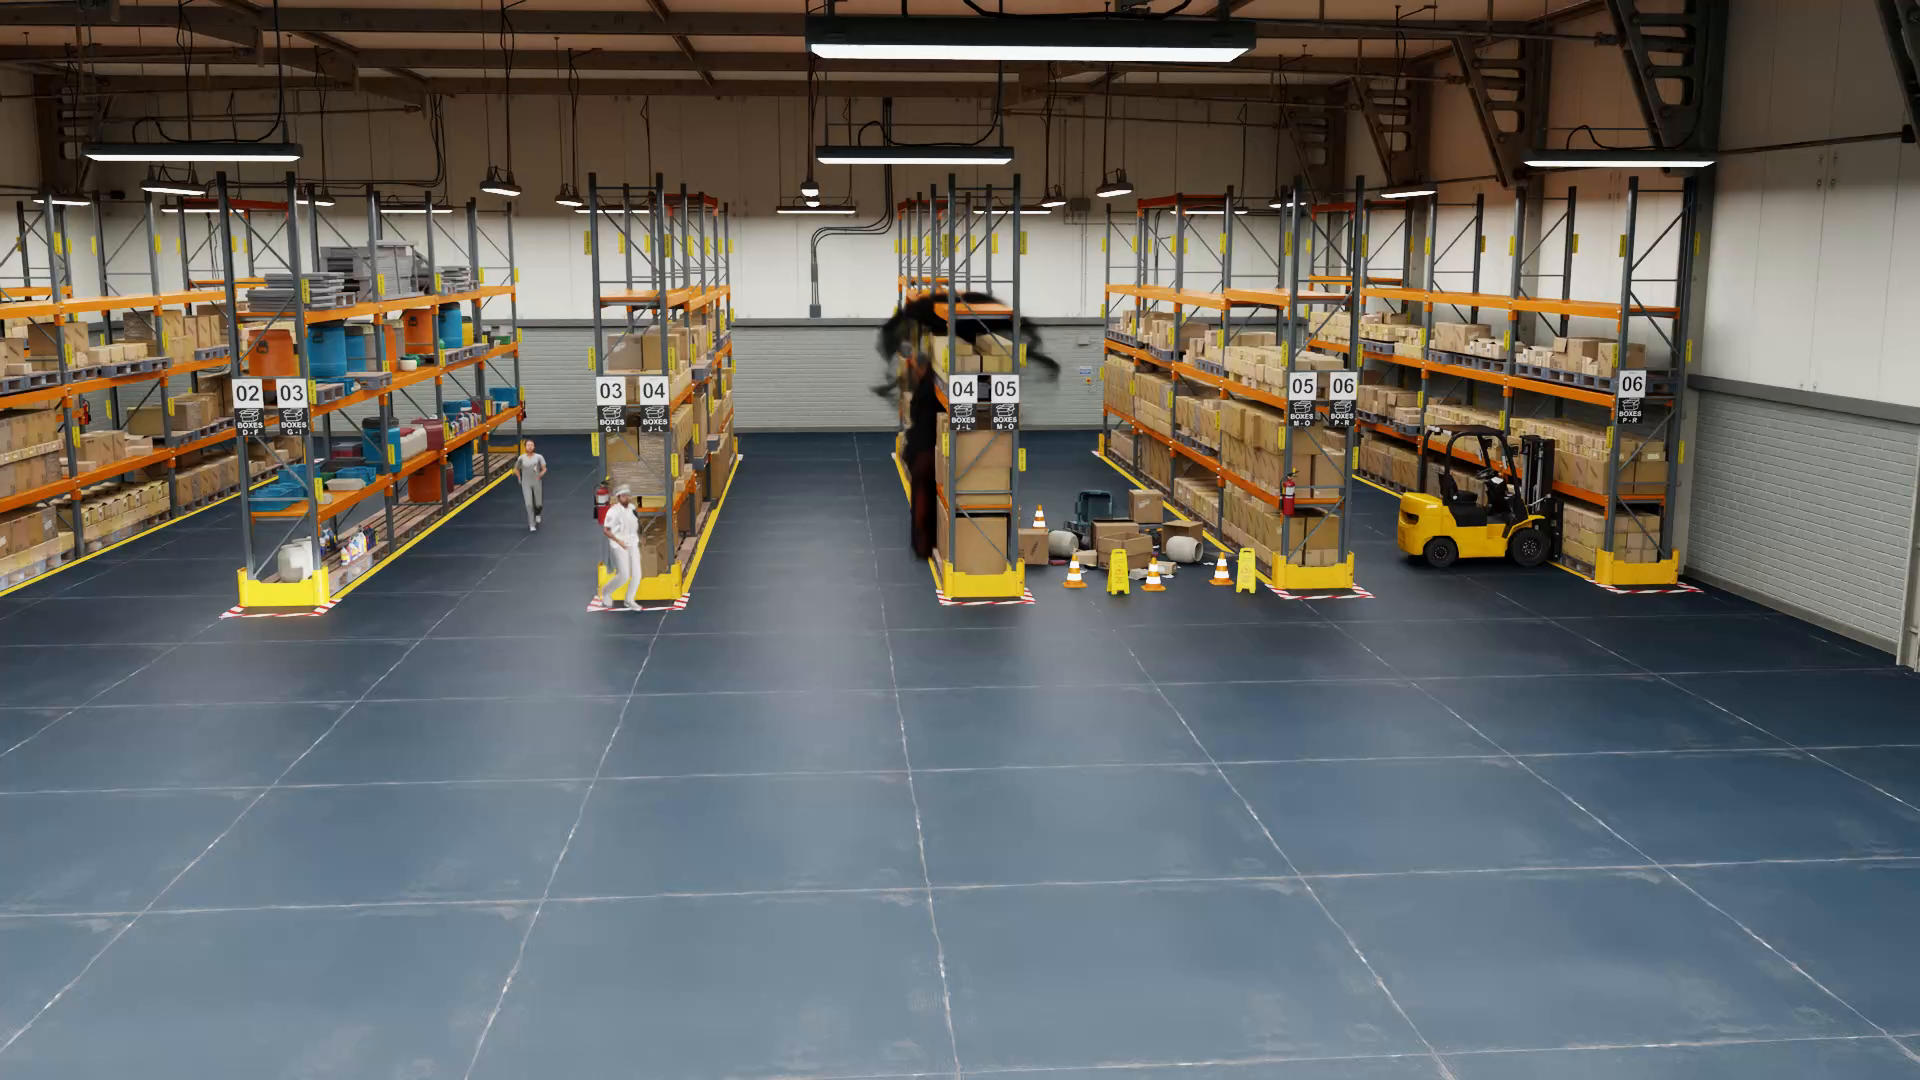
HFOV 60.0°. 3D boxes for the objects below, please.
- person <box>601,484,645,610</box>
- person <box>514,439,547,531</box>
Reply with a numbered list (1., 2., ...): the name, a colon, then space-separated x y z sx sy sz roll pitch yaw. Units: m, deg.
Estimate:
1. person: -4.439 0.076 21.949 0.627 1.661 0.583 8 13 39
2. person: -7.645 -0.991 29.627 0.566 1.620 0.667 -3 10 -14
